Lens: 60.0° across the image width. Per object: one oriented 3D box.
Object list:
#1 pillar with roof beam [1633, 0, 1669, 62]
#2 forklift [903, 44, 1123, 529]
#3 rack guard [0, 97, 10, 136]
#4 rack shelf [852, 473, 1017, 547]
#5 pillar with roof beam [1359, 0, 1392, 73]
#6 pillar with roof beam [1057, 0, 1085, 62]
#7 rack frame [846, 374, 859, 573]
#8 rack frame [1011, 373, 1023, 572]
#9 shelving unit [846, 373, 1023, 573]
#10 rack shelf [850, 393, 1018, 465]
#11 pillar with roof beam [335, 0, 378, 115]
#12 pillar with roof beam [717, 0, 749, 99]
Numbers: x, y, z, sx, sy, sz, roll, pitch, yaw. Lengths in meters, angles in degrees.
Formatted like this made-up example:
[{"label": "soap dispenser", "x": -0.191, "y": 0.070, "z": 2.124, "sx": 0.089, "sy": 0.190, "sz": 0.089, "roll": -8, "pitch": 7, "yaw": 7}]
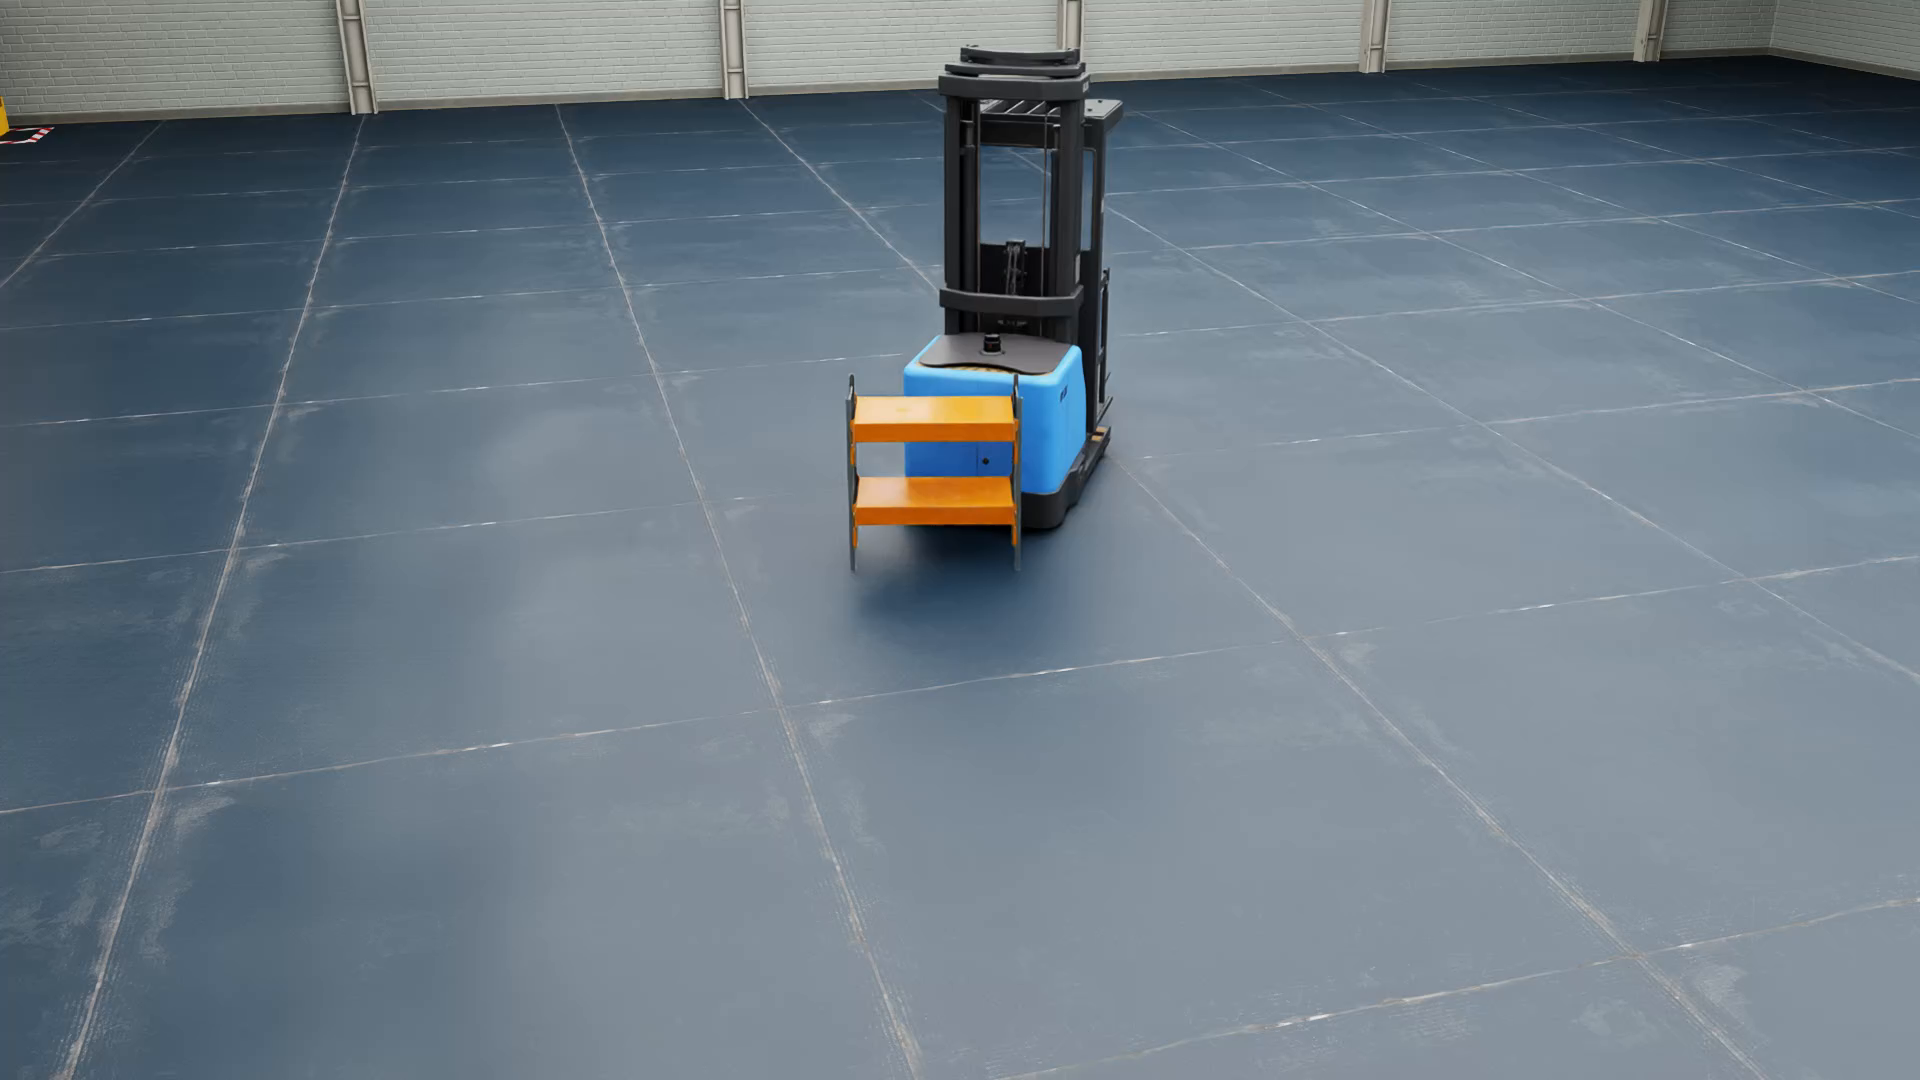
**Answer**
[{"label": "pillar with roof beam", "x": 14.676, "y": -11.951, "z": 27.190, "sx": 0.400, "sy": 9.000, "sz": 9.100, "roll": -6, "pitch": 24, "yaw": -14}, {"label": "forklift", "x": 0.493, "y": -1.974, "z": 11.633, "sx": 1.130, "sy": 2.935, "sz": 3.031, "roll": 6, "pitch": 24, "yaw": 14}, {"label": "rack guard", "x": -14.435, "y": -6.219, "z": 24.609, "sx": 0.348, "sy": 0.500, "sz": 1.175, "roll": -6, "pitch": 24, "yaw": -14}, {"label": "rack shelf", "x": -0.158, "y": -0.191, "z": 10.389, "sx": 1.000, "sy": 0.278, "sz": 0.538, "roll": 0, "pitch": 23, "yaw": -1}, {"label": "pillar with roof beam", "x": 8.899, "y": -11.312, "z": 25.700, "sx": 0.400, "sy": 9.000, "sz": 9.100, "roll": -6, "pitch": 24, "yaw": -14}, {"label": "pillar with roof beam", "x": 3.122, "y": -10.673, "z": 24.211, "sx": 0.400, "sy": 9.000, "sz": 9.100, "roll": -6, "pitch": 24, "yaw": -14}, {"label": "rack frame", "x": -0.666, "y": -0.412, "z": 10.284, "sx": 0.032, "sy": 1.125, "sz": 0.500, "roll": 0, "pitch": 23, "yaw": -1}, {"label": "rack frame", "x": 0.351, "y": -0.419, "z": 10.301, "sx": 0.032, "sy": 1.125, "sz": 0.500, "roll": 0, "pitch": 23, "yaw": -1}, {"label": "shelving unit", "x": -0.158, "y": -0.416, "z": 10.293, "sx": 1.048, "sy": 1.125, "sz": 0.538, "roll": 0, "pitch": 23, "yaw": -1}, {"label": "rack shelf", "x": -0.158, "y": -0.685, "z": 10.177, "sx": 1.000, "sy": 0.278, "sz": 0.538, "roll": 0, "pitch": 23, "yaw": -1}, {"label": "pillar with roof beam", "x": -8.432, "y": -9.394, "z": 21.232, "sx": 0.400, "sy": 9.000, "sz": 9.100, "roll": -6, "pitch": 24, "yaw": -14}, {"label": "pillar with roof beam", "x": -2.655, "y": -10.034, "z": 22.722, "sx": 0.400, "sy": 9.000, "sz": 9.100, "roll": -6, "pitch": 24, "yaw": -14}]
